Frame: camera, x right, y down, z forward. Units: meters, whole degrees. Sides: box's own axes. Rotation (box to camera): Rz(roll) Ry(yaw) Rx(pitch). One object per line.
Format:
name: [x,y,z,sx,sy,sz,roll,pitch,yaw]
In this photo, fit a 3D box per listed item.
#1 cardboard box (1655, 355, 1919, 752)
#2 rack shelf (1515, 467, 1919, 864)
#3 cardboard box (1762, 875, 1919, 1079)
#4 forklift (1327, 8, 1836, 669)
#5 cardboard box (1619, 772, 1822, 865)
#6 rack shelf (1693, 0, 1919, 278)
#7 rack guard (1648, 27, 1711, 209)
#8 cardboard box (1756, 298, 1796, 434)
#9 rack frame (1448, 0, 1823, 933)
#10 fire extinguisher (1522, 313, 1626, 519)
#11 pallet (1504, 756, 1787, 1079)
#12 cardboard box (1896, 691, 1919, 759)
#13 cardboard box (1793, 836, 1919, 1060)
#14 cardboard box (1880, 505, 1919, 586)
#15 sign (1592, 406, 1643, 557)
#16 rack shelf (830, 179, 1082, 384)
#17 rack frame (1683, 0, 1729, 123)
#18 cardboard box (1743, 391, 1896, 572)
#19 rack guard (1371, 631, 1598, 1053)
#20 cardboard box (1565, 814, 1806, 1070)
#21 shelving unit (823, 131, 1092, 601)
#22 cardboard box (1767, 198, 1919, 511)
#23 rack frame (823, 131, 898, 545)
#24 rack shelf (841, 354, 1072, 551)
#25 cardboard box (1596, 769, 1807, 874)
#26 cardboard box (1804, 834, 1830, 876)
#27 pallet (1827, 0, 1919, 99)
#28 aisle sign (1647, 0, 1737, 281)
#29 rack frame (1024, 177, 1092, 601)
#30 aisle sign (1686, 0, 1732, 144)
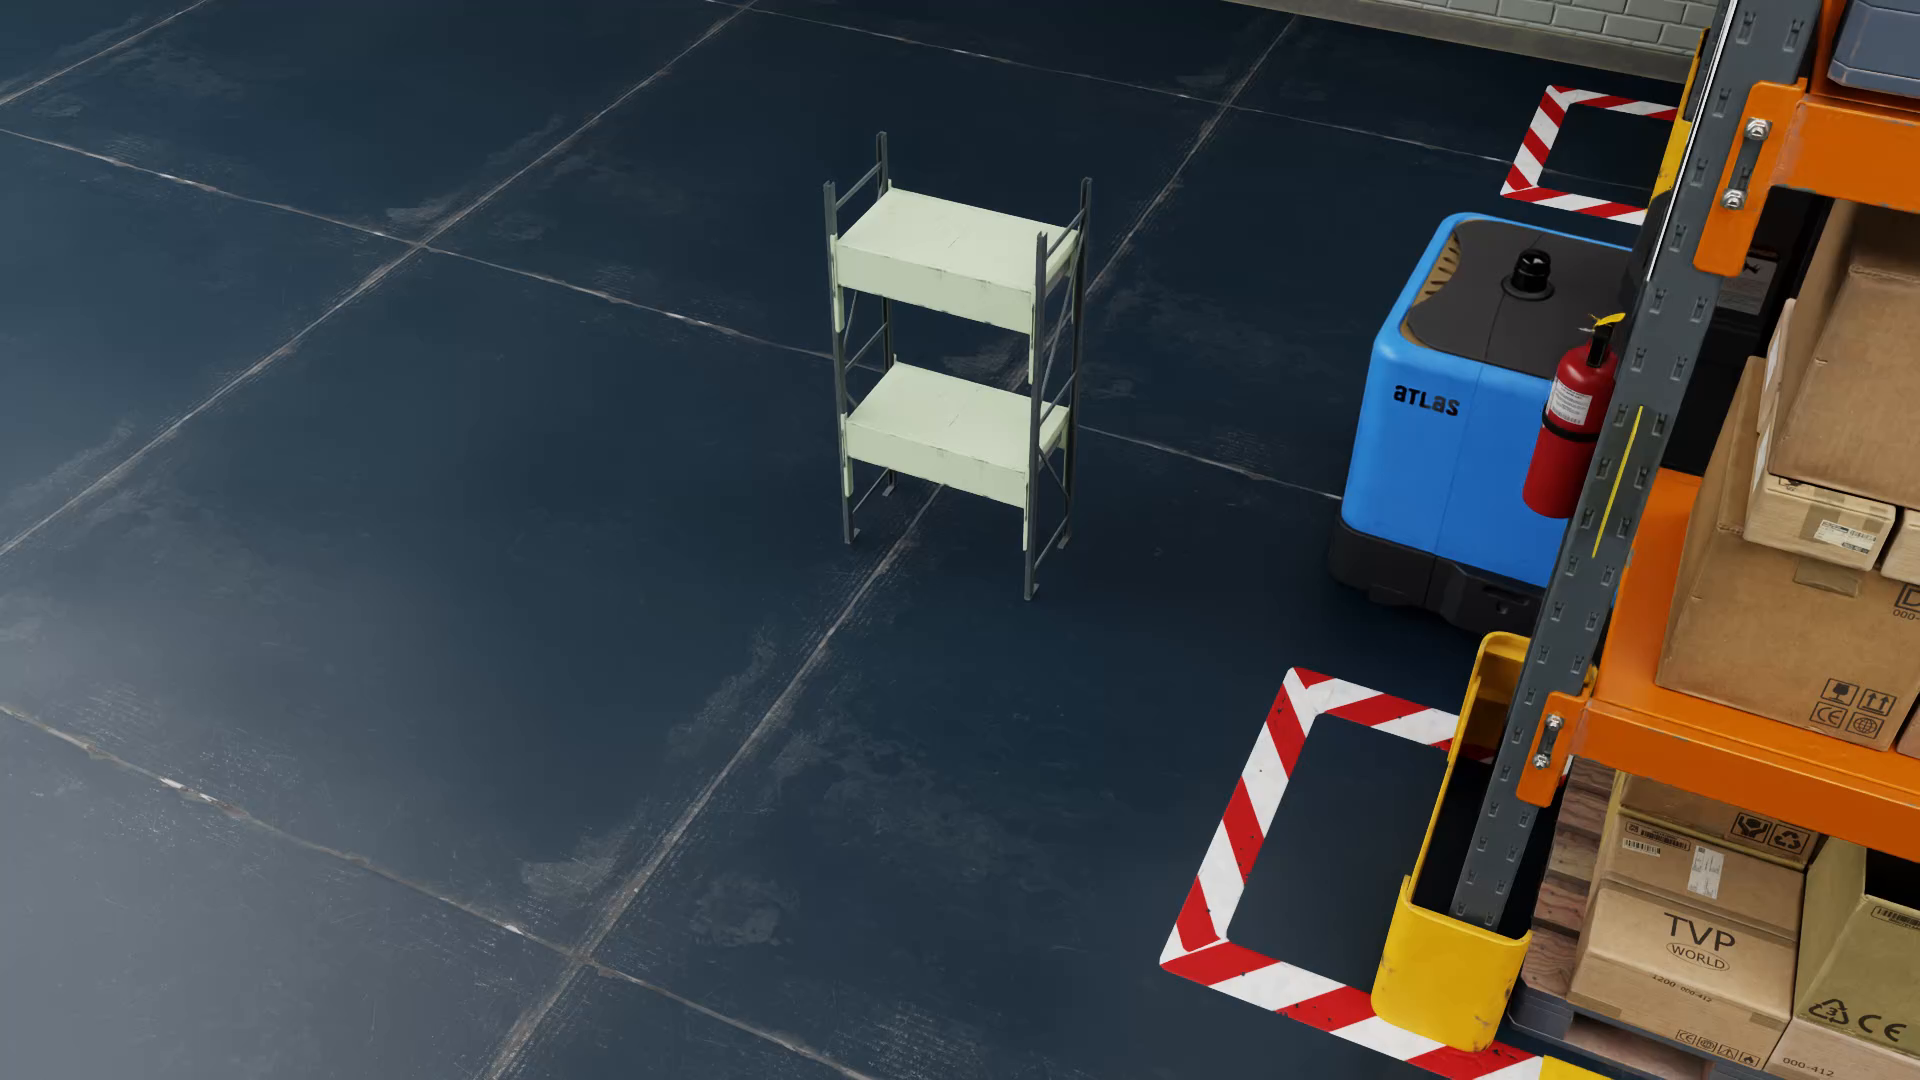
cardboard box: [1.989,0.014,3.868,0.500,0.500,0.700,17,44,19]
rack shelf: [3.384,0.740,3.655,4.000,0.370,1.077,17,44,19]
cardboard box: [2.418,1.212,4.341,0.500,0.250,0.500,17,44,19]
forklift: [2.882,-0.780,4.912,3.031,2.935,1.130,18,44,20]
cardboard box: [2.183,0.483,4.608,0.500,0.500,0.500,17,44,19]
rack shelf: [3.384,-0.393,2.673,4.000,0.370,1.077,17,44,19]
rack guard: [3.731,-2.061,8.246,0.348,0.500,1.175,17,44,19]
cardboard box: [1.998,-0.376,3.822,0.250,0.149,0.380,16,44,18]
rack frame: [1.571,-0.085,4.058,0.127,3.000,1.000,17,44,19]
fire extinguisher: [1.661,-0.365,4.440,0.183,0.674,0.296,17,44,19]
pallet: [2.282,1.155,4.756,1.213,0.211,1.003,17,44,19]
cardboard box: [2.467,0.156,3.703,0.500,0.500,0.700,18,44,20]
cardboard box: [2.417,0.929,4.094,0.500,0.500,0.500,17,44,19]
cardboard box: [2.076,-0.060,3.458,0.250,0.149,0.380,16,43,18]
sign: [1.331,-0.115,3.371,0.005,0.325,0.100,17,44,19]
rack shelf: [-0.006,-0.863,5.505,0.720,0.370,0.431,17,44,19]
rack frame: [3.662,-3.027,7.452,0.127,3.000,1.000,17,44,19]
cardboard box: [1.836,-0.132,3.540,0.250,0.149,0.380,17,44,18]
rack guard: [1.550,0.853,4.885,0.348,0.500,1.175,17,44,19]
cardboard box: [1.963,1.075,4.498,0.500,0.250,0.500,17,44,19]
shelving unit: [-0.006,-0.569,5.761,0.755,1.500,0.431,17,44,19]
cardboard box: [2.037,-0.462,3.426,0.500,0.500,0.700,17,44,19]
rack frame: [-0.338,-0.670,5.878,0.023,1.500,0.400,17,44,19]
rack shelf: [-0.006,-0.322,5.974,0.720,0.370,0.431,17,44,19]
cardboard box: [2.182,0.768,4.852,0.500,0.250,0.500,17,44,19]
cardboard box: [2.640,0.899,4.701,0.500,0.250,0.500,17,44,19]
pallet: [2.201,-0.974,2.861,1.213,0.211,1.003,17,44,19]
aisle sign: [1.382,-0.904,3.018,0.004,0.787,0.394,17,44,19]
rack frame: [0.326,-0.467,5.644,0.023,1.500,0.400,17,44,19]
aisle sign: [1.636,-1.260,3.429,0.004,0.787,0.394,17,44,19]
